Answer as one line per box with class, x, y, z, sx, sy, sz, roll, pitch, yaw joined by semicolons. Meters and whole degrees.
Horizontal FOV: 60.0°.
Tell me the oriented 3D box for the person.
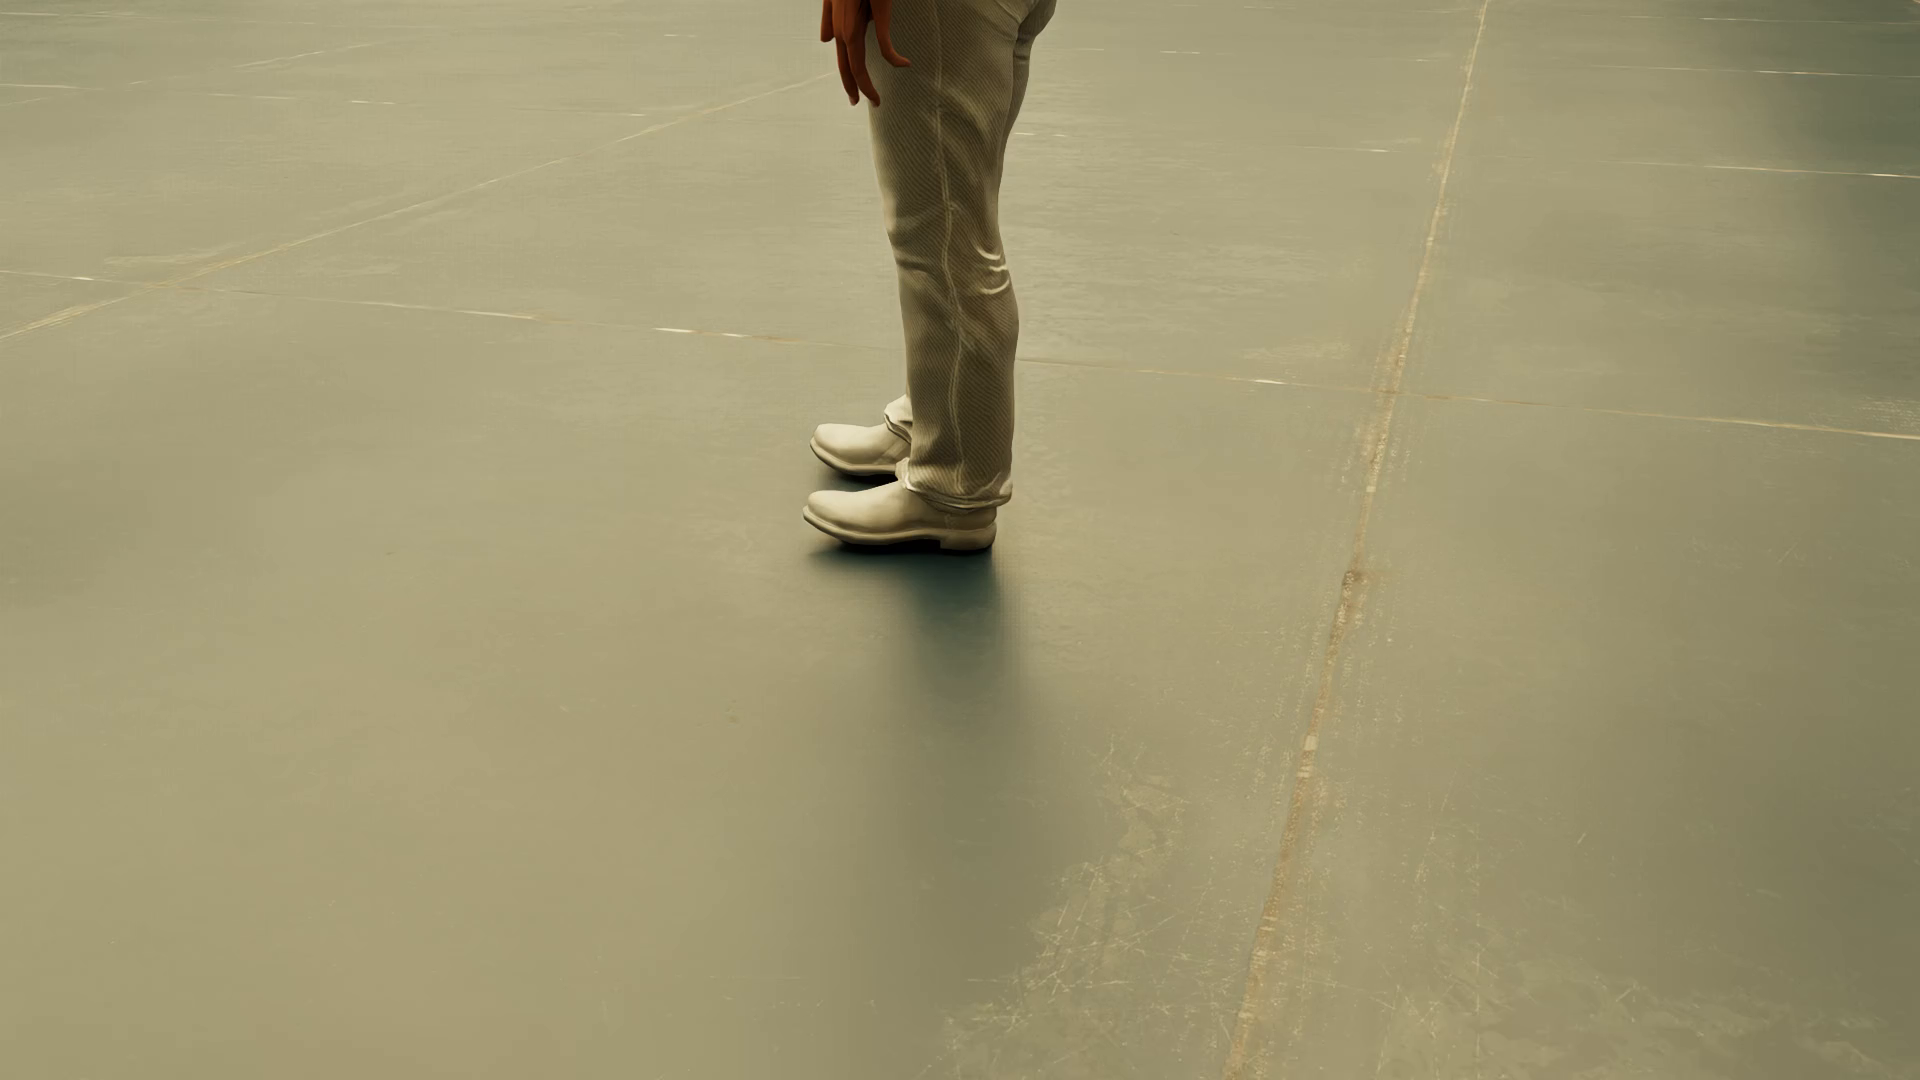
person;-0.064;-0.833;2.305;0.577;1.765;0.666;7;23;16
